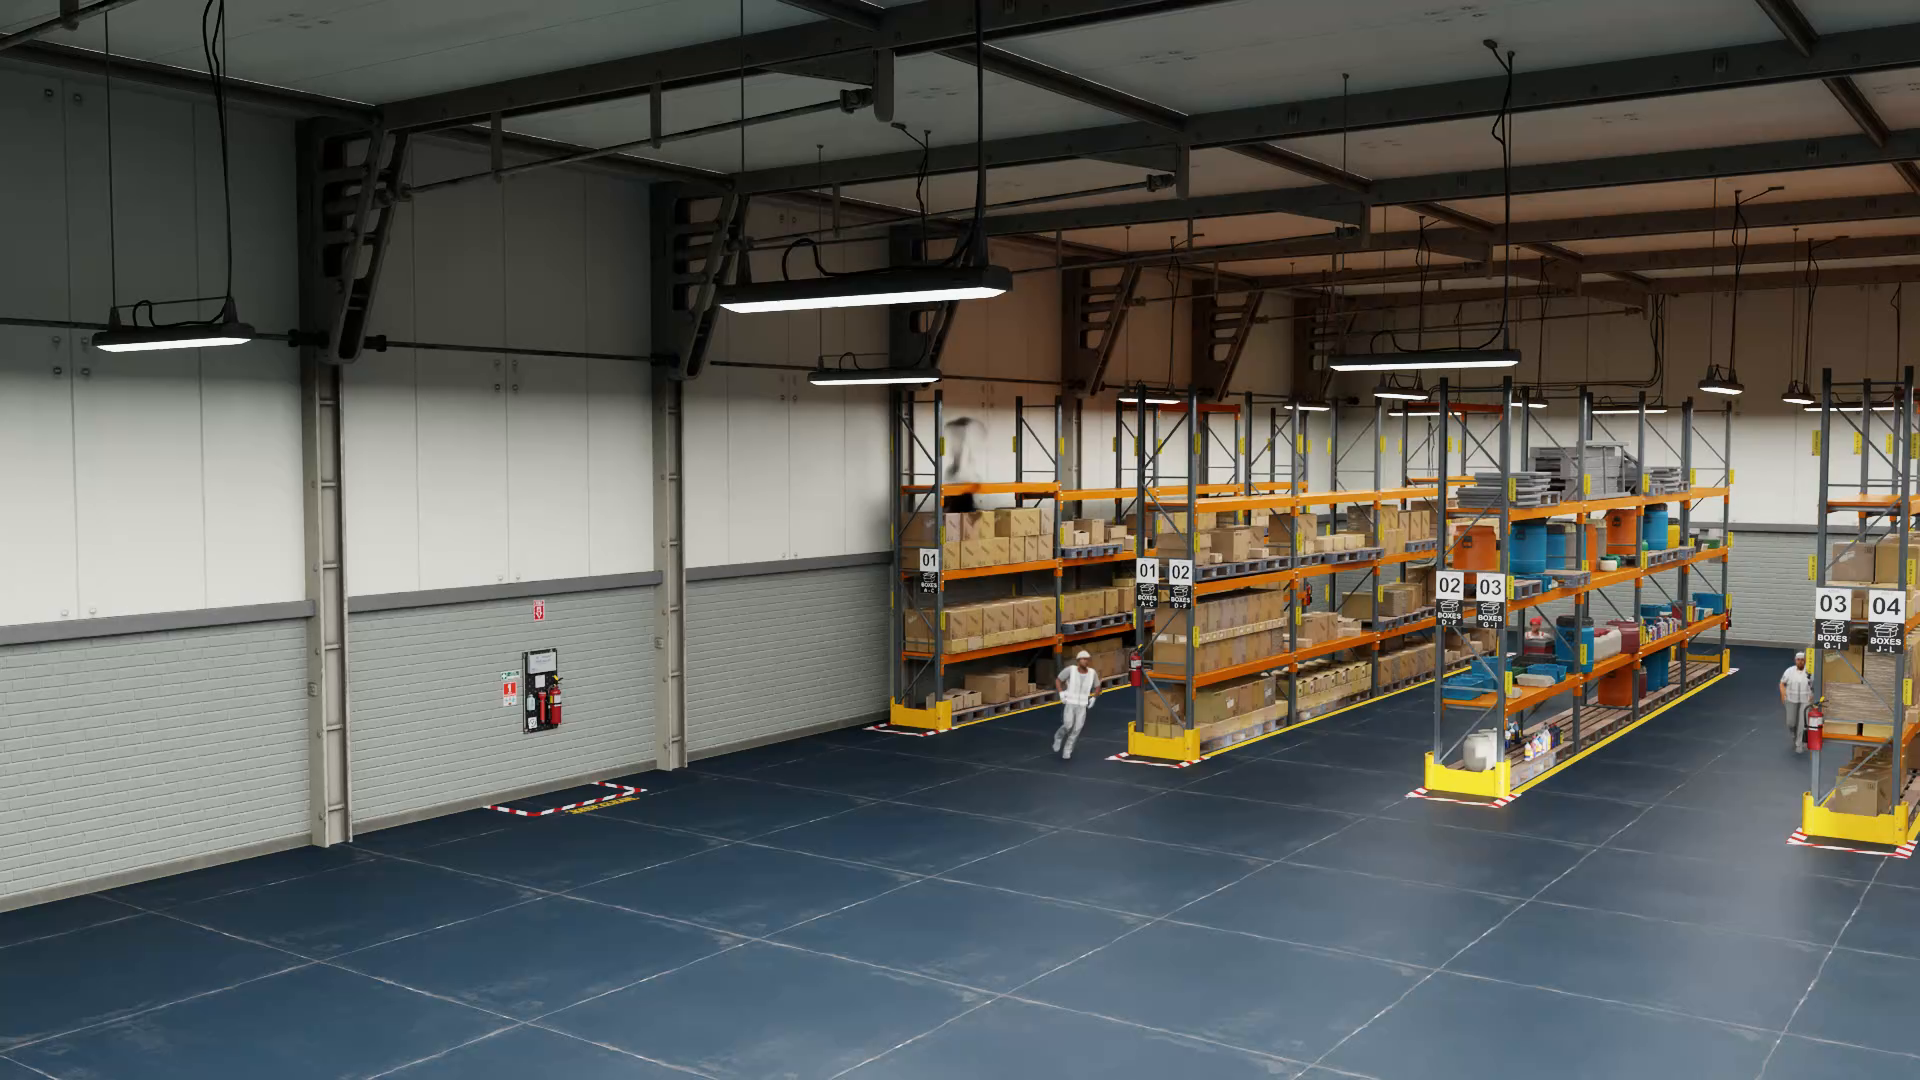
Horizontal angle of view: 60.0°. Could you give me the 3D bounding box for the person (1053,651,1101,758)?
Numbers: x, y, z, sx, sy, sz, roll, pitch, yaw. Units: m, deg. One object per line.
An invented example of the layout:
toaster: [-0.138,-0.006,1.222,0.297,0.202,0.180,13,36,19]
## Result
person: [1.904,2.641,26.812,0.744,1.730,0.571,-1,3,-12]

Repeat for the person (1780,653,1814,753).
person: [13.826,2.661,27.371,0.616,1.632,0.599,2,4,29]

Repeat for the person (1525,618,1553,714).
person: [10.887,2.362,31.449,0.662,1.804,0.907,2,4,31]
